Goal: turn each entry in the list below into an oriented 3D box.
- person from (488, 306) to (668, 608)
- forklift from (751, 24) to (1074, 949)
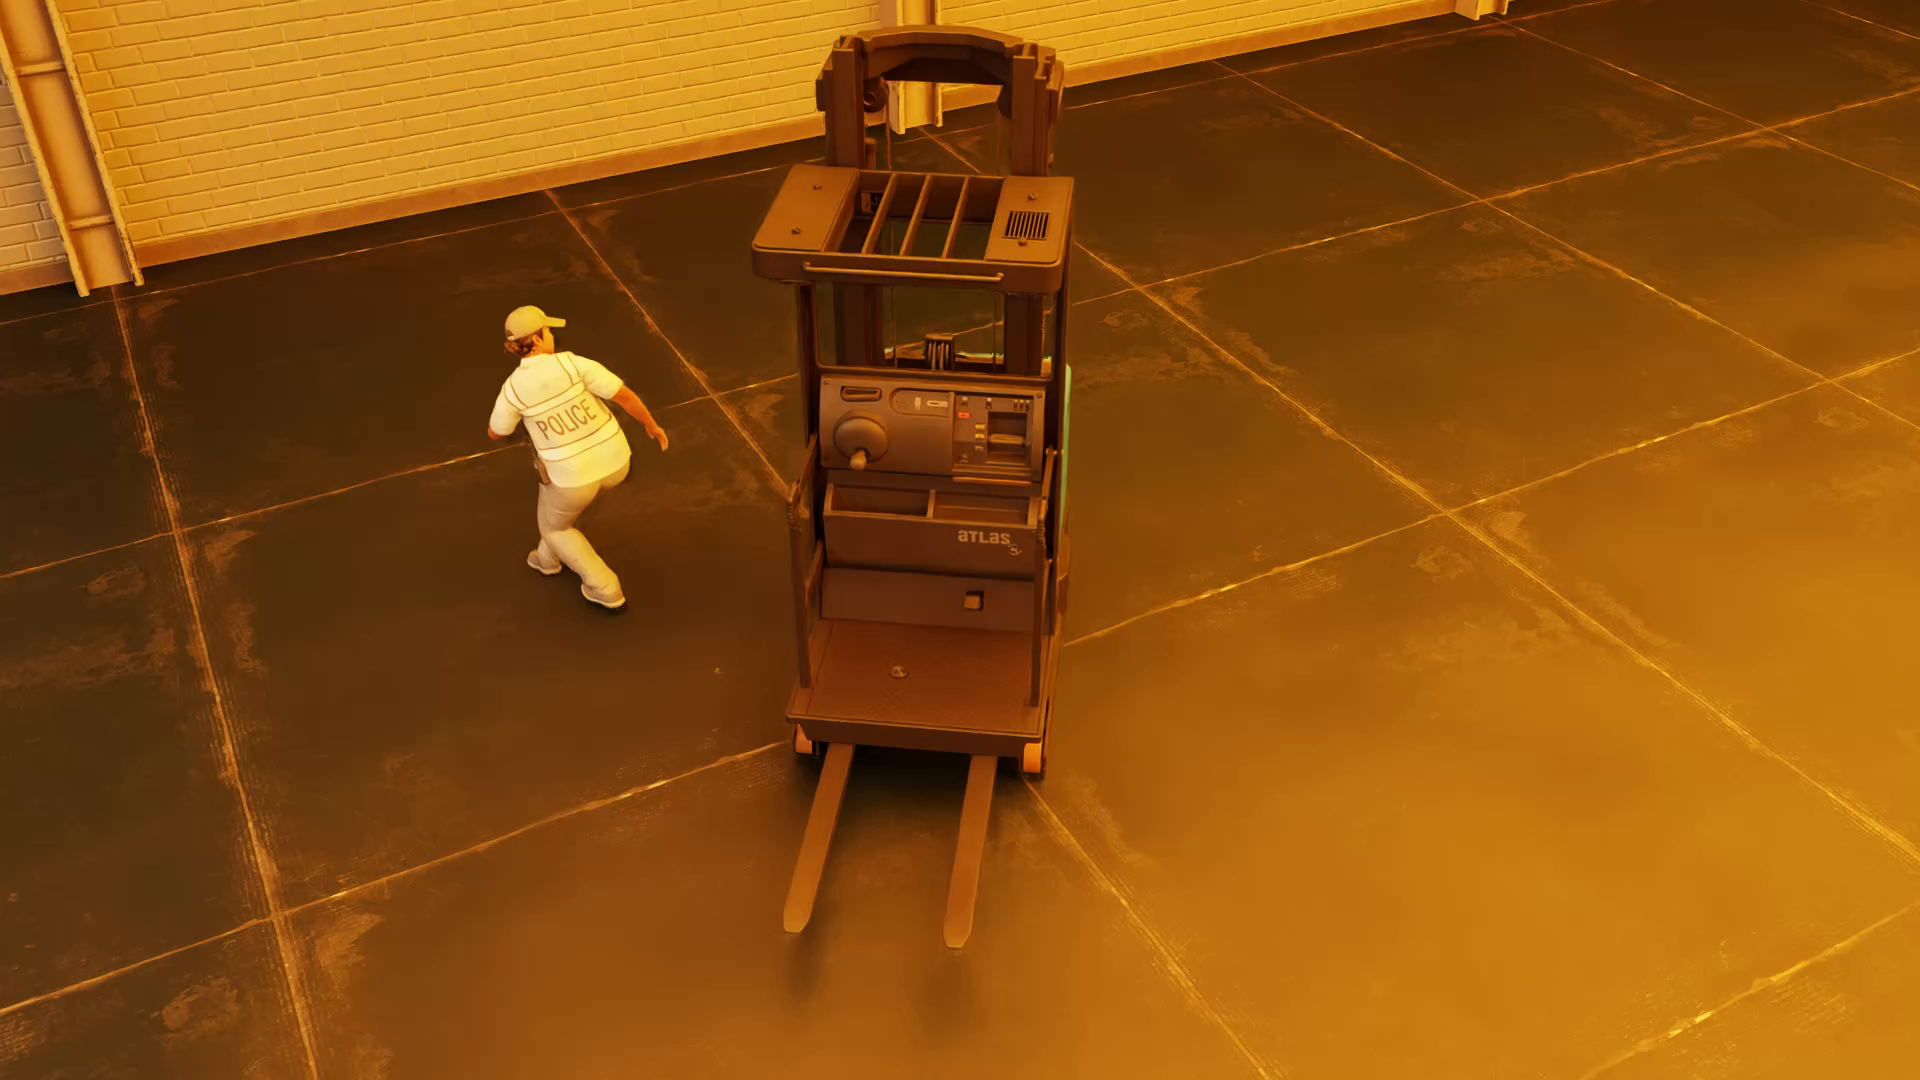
[{"bbox_3d":[-1.865,-0.449,7.998,0.726,1.537,0.763,-26,43,-31],"label":"person"},{"bbox_3d":[-0.141,-0.397,6.685,1.130,2.935,3.031,4,35,6],"label":"forklift"}]
